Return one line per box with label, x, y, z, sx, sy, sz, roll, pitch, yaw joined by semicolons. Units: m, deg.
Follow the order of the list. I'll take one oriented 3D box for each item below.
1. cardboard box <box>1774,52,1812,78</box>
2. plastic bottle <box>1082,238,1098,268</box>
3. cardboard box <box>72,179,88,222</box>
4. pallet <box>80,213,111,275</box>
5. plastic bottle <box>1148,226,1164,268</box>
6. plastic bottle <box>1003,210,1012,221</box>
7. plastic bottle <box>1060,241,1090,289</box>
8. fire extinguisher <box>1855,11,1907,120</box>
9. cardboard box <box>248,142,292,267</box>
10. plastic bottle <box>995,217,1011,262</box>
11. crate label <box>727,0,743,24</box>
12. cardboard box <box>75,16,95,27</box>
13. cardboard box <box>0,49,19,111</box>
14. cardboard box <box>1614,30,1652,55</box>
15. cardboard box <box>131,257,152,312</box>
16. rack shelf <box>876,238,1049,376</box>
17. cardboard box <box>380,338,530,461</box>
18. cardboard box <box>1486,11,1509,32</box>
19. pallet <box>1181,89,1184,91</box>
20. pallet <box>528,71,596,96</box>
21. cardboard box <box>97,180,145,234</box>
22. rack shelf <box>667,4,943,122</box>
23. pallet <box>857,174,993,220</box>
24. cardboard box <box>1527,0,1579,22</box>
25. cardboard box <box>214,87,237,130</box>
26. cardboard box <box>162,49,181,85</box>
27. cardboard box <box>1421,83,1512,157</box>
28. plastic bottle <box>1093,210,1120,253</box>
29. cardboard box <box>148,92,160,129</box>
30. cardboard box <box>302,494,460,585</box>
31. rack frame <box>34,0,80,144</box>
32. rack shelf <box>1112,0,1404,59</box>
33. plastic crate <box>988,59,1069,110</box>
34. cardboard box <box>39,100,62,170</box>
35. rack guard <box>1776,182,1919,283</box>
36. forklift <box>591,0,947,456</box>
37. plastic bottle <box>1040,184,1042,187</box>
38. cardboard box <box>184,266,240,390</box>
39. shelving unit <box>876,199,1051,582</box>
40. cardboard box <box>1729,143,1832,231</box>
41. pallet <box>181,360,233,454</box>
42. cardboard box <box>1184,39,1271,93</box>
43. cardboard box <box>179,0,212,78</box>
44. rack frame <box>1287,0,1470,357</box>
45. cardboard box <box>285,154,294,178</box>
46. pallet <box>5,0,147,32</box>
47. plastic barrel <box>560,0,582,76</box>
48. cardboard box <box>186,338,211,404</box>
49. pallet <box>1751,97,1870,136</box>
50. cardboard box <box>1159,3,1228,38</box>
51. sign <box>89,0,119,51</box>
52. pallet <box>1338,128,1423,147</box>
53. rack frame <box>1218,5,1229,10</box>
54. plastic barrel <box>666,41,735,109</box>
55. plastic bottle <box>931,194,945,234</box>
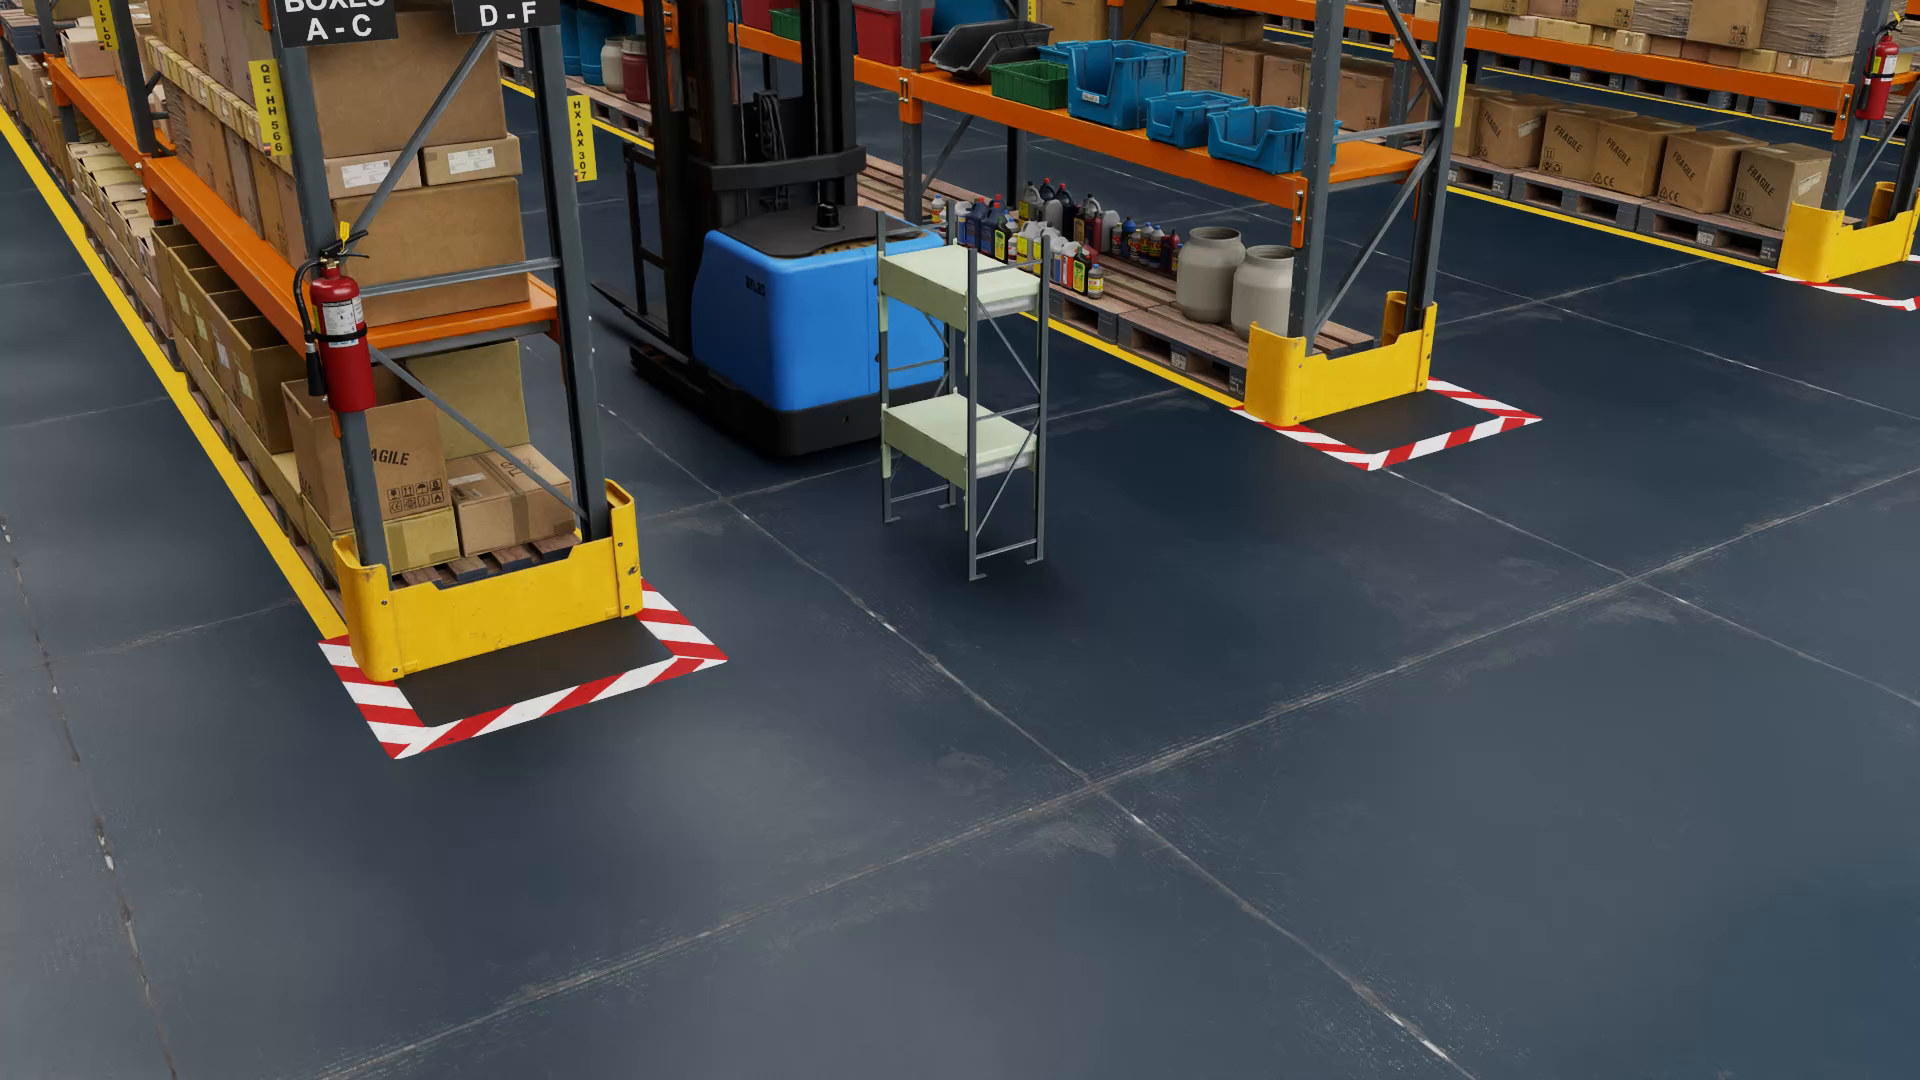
cardboard box;5.908;-3.328;11.580;0.380;0.149;0.250;-16;29;-30
plastic bottle;0.827;-1.791;10.696;0.061;0.283;0.133;-16;29;-30
cardboard box;-6.257;-2.543;12.352;0.500;0.250;0.500;-16;29;-30
pallet;-5.880;-2.288;12.349;1.003;0.211;1.213;-16;29;-30
plastic bottle;1.307;-1.953;11.053;0.097;0.271;0.097;0;25;0
plastic bottle;0.312;-2.131;11.430;0.097;0.271;0.097;0;25;0
plastic bottle;0.738;-1.762;10.645;0.152;0.276;0.135;-15;29;-29
fire extinguisher;6.049;-3.115;10.925;0.296;0.674;0.183;-16;29;-30
cardboard box;-2.731;-1.572;7.448;0.700;0.500;0.500;-15;29;-29
plastic bottle;0.290;-2.023;11.189;0.061;0.283;0.133;-14;29;-27
crate label;-1.829;-4.603;13.945;0.502;0.435;0.616;-16;29;-30
cardboard box;-6.135;-3.672;12.118;0.500;0.311;0.500;-14;28;-26
cardboard box;-9.029;-4.489;16.158;0.500;0.500;0.500;-16;29;-30
cardboard box;5.137;-3.750;12.475;0.380;0.149;0.250;-16;29;-30
cardboard box;-4.857;-1.630;10.418;0.500;0.250;0.500;-16;30;-30
rack shelf;0.004;-1.029;7.258;0.431;0.370;0.720;-16;29;-30
cardboard box;-2.311;-0.698;7.566;0.500;0.500;0.500;-16;29;-30
cardboard box;4.484;-4.206;13.439;0.380;0.149;0.250;-16;29;-30
pallet;2.431;-4.619;17.286;1.003;0.211;1.213;-16;29;-30
pallet;-3.942;-4.889;17.860;1.003;0.211;1.213;-16;29;-30
cardboard box;-5.405;-2.244;11.062;0.500;0.311;0.500;-16;30;-30
rack shelf;-1.053;-3.965;13.477;1.077;0.370;4.000;-16;29;-30
pallet;-0.422;-2.585;12.979;1.003;0.211;1.213;-16;29;-30
cardboard box;4.984;-4.391;13.072;0.875;0.500;0.500;-16;29;-30
cardboard box;-3.146;-1.976;7.545;0.380;0.149;0.250;-16;30;-30
cardboard box;-3.849;-2.437;8.522;0.380;0.149;0.250;-16;30;-31
cardboard box;4.374;-3.636;14.374;0.500;0.500;0.500;-17;30;-31
plastic bottle;0.999;-2.135;11.435;0.152;0.276;0.135;-15;29;-29
cardboard box;-4.747;-2.632;9.970;0.396;0.266;0.258;-16;30;-31
cardboard box;-2.470;-0.060;7.093;0.500;0.250;0.500;-16;29;-30
rack frame;-6.297;-3.852;12.396;1.000;3.000;0.127;-16;29;-30
rack shelf;3.097;-5.119;15.922;1.077;0.370;4.000;-16;29;-30
plastic crate;0.544;-2.927;10.686;0.450;0.188;0.662;-16;29;-30
cardboard box;-7.286;-3.386;13.821;0.500;0.500;0.500;-17;30;-31
rack guard;6.331;-2.195;11.814;1.175;0.500;0.348;-16;29;-30
forklift;-1.289;-2.335;9.262;1.130;2.935;3.031;-16;29;-30
plastic bottle;0.578;-2.450;12.092;0.061;0.283;0.133;-14;29;-27
cardboard box;-3.576;-1.111;8.439;0.500;0.500;0.500;-16;29;-30
shelving unit;0.004;-0.676;7.425;0.431;1.500;0.755;-16;29;-30
cardboard box;6.046;-2.585;12.148;0.500;0.500;0.500;-10;27;-20
pallet;-3.714;-0.866;9.338;1.003;0.211;1.213;-16;29;-30
cardboard box;2.701;-4.798;16.812;0.700;0.500;0.500;-18;31;-34
cardboard box;-3.316;-2.536;7.972;0.700;0.500;0.500;-16;29;-30
rack frame;2.223;-2.144;8.778;1.000;3.000;0.127;-16;29;-30
cardboard box;-2.442;-1.515;6.568;0.380;0.149;0.250;-15;29;-28
pallet;-7.362;-4.460;13.909;1.003;0.211;1.213;-16;29;-30
plastic barrel;-4.045;-5.478;17.807;0.600;0.901;0.708;-16;29;-30
cardboard box;-3.845;-0.951;8.981;0.500;0.250;0.500;-16;29;-30
pallet;8.749;-4.297;16.606;1.003;0.211;1.213;-16;29;-30
cardboard box;2.396;-5.334;17.071;0.500;0.250;0.500;-14;29;-28
sign;-4.563;-2.779;8.860;0.100;0.325;0.005;-16;29;-30
pallet;3.763;-3.746;15.438;1.003;0.211;1.213;-16;29;-30
rack frame;4.033;-8.710;22.687;1.000;3.000;0.127;-16;29;-30
plastic barrel;-2.426;-4.385;15.575;0.600;0.830;0.708;-16;29;-30
plastic bottle;-0.154;-2.324;11.839;0.097;0.271;0.097;0;25;0
